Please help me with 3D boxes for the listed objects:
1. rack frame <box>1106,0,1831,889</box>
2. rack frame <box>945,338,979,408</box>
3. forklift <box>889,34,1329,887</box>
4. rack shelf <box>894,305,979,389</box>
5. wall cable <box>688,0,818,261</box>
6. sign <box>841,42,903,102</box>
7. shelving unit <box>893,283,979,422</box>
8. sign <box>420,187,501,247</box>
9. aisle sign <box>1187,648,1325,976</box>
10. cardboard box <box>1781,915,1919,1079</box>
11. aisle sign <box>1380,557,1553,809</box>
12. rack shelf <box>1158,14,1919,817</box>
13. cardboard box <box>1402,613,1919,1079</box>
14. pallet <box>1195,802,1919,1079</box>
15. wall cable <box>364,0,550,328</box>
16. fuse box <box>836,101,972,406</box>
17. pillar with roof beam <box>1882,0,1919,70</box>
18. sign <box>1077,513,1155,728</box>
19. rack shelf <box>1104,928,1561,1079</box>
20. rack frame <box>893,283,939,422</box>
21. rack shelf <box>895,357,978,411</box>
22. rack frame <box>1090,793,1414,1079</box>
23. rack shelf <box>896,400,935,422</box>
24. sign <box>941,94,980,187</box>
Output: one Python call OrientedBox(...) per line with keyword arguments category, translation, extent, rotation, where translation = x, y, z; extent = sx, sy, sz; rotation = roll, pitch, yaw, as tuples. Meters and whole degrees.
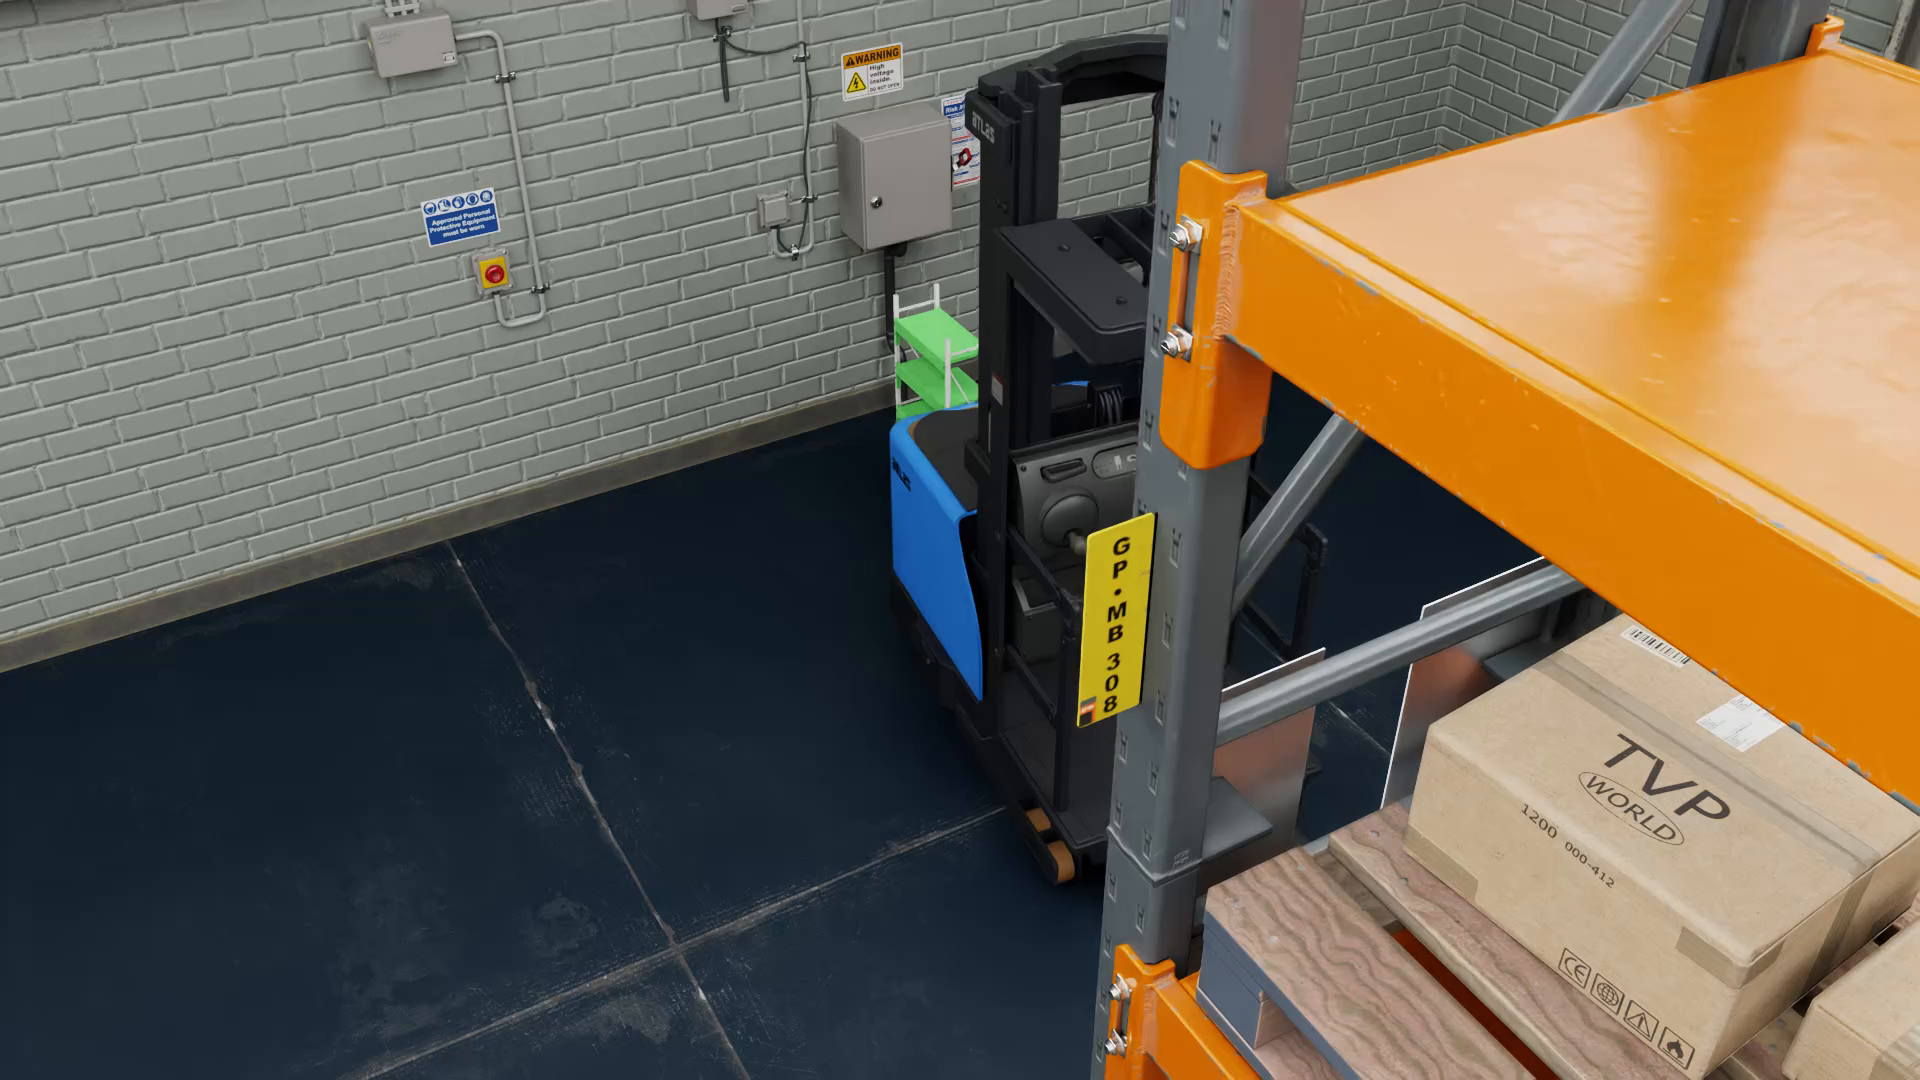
OrientedBox(category="rack frame", translation=(0.688, -0.876, 1.820), extent=(1.000, 3.000, 0.127), rotation=(-19, 40, -24))
OrientedBox(category="rack frame", translation=(0.039, -0.445, 7.841), extent=(0.240, 1.200, 0.015), rotation=(-19, 40, -24))
OrientedBox(category="forklift", translation=(0.726, -0.144, 5.963), extent=(1.130, 2.935, 3.031), rotation=(-14, 38, -19))
OrientedBox(category="rack shelf", translation=(-0.083, -0.905, 7.766), extent=(0.258, 0.148, 0.480), rotation=(-19, 40, -24))
OrientedBox(category="wall cable", translation=(-0.945, -2.159, 7.801), extent=(0.588, 1.984, 0.122), rotation=(-19, 40, -24))
OrientedBox(category="sign", translation=(-0.428, -2.293, 8.146), extent=(0.339, 0.242, 0.001), rotation=(-19, 40, -24))
OrientedBox(category="shelving unit", translation=(-0.083, -0.569, 8.012), extent=(0.258, 1.200, 0.503), rotation=(-19, 40, -24))
OrientedBox(category="sign", translation=(-2.238, -1.448, 7.461), extent=(0.327, 0.218, 0.001), rotation=(-19, 40, -24))
OrientedBox(category="aisle sign", translation=(0.401, 0.546, 2.756), extent=(0.394, 0.787, 0.004), rotation=(-19, 40, -24))
OrientedBox(category="cardboard box", translation=(1.271, 0.619, 2.088), extent=(0.380, 0.149, 0.250), rotation=(-22, 42, -27))
OrientedBox(category="aisle sign", translation=(0.919, 0.368, 2.999), extent=(0.394, 0.787, 0.004), rotation=(-19, 40, -24))
OrientedBox(category="rack shelf", translation=(1.692, 0.596, 0.754), extent=(1.077, 0.370, 4.000), rotation=(-19, 40, -24))
OrientedBox(category="cardboard box", translation=(0.991, 0.388, 2.318), extent=(0.500, 0.250, 0.500), rotation=(-23, 42, -28))
OrientedBox(category="pallet", translation=(1.069, 0.746, 2.217), extent=(1.003, 0.211, 1.213), rotation=(-19, 40, -24))
OrientedBox(category="wall cable", translation=(-2.166, -1.745, 7.209), extent=(0.585, 1.953, 0.123), rotation=(-19, 40, -24))
OrientedBox(category="fuse box", translation=(-0.276, -1.350, 8.648), extent=(0.539, 1.711, 0.414), rotation=(-19, 40, -24))
OrientedBox(category="pillar with roof beam", translation=(0.680, -2.716, 4.339), extent=(9.100, 9.000, 0.400), rotation=(-19, 40, -24))
OrientedBox(category="sign", translation=(0.205, 0.111, 2.203), extent=(0.100, 0.325, 0.005), rotation=(-19, 40, -24))
OrientedBox(category="rack shelf", translation=(1.692, 1.645, 1.521), extent=(1.077, 0.370, 4.000), rotation=(-19, 40, -24))
OrientedBox(category="rack frame", translation=(-0.206, -0.693, 8.182), extent=(0.240, 1.200, 0.015), rotation=(-19, 40, -24))
OrientedBox(category="rack shelf", translation=(-0.083, -0.711, 7.908), extent=(0.258, 0.148, 0.480), rotation=(-19, 40, -24))
OrientedBox(category="rack frame", translation=(0.688, 1.546, 3.590), extent=(1.000, 3.000, 0.127), rotation=(-19, 40, -24))
OrientedBox(category="rack shelf", translation=(-0.083, -0.517, 8.049), extent=(0.258, 0.148, 0.480), rotation=(-19, 40, -24))
OrientedBox(category="sign", translation=(0.047, -2.084, 8.641), extent=(0.329, 0.494, 0.001), rotation=(-19, 40, -24))
